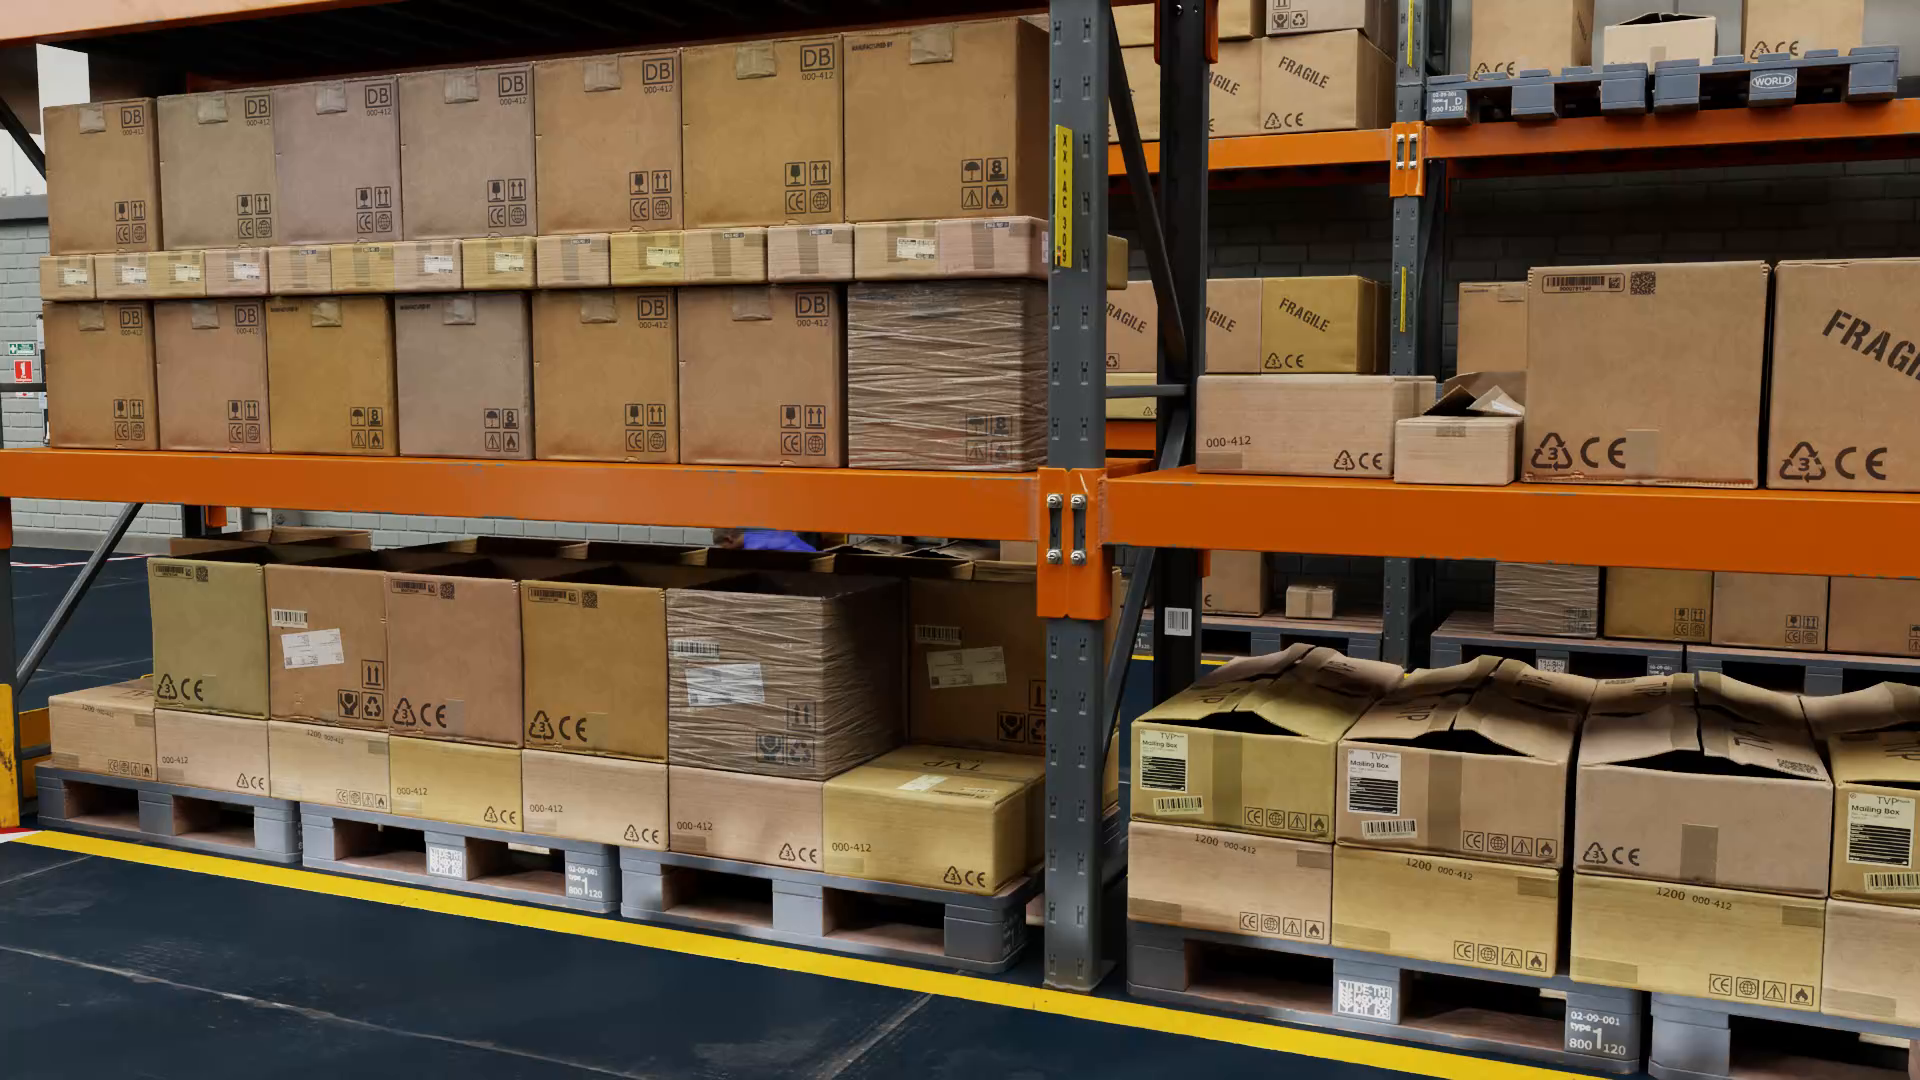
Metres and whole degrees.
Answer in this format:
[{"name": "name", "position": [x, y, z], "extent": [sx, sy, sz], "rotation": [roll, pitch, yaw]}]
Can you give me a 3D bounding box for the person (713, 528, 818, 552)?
[{"name": "person", "position": [-0.995, 0.279, 9.112], "extent": [0.848, 0.799, 0.462], "rotation": [2, 6, 24]}]
